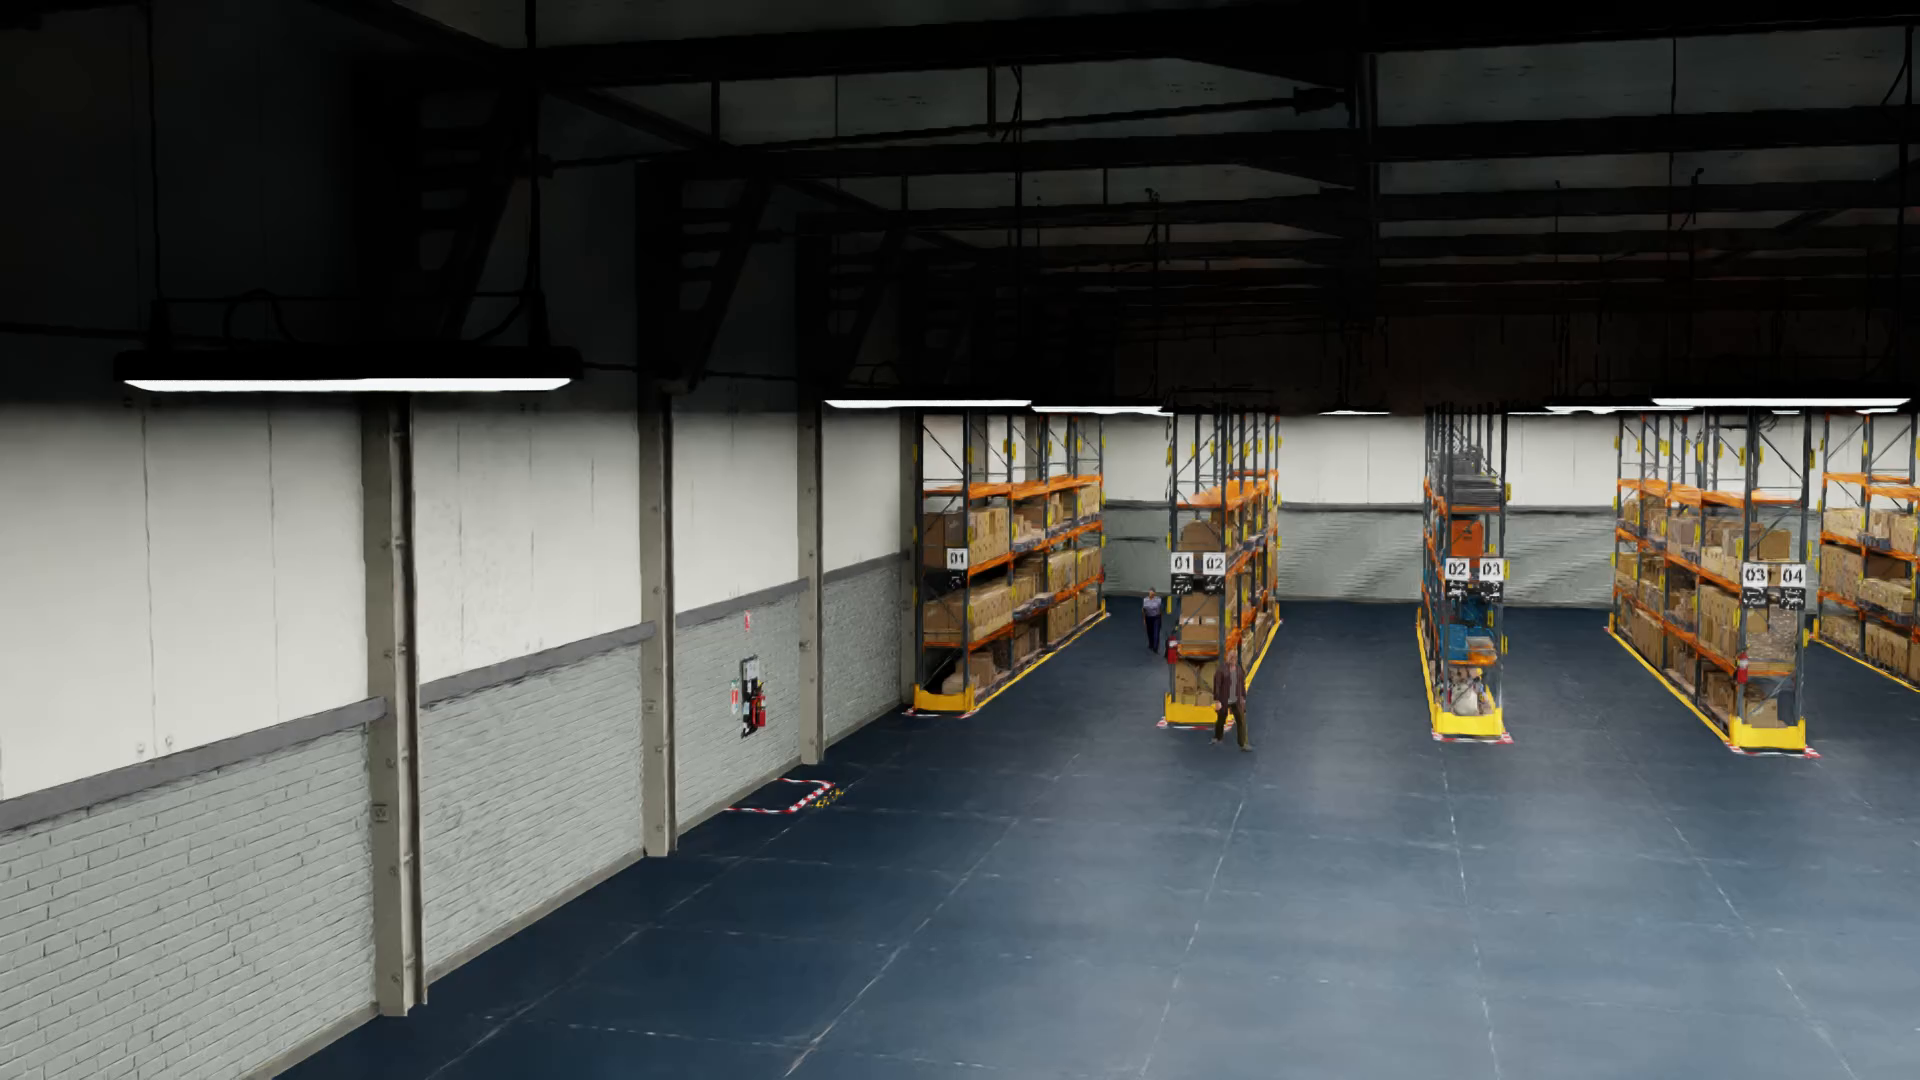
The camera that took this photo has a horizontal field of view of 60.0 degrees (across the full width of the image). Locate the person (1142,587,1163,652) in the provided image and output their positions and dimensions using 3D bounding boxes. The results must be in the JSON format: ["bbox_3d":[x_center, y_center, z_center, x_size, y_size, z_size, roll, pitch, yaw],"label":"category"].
[{"bbox_3d":[4.690,1.927,40.646,0.479,1.564,1.090,1,4,16],"label":"person"}]

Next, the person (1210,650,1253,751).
[{"bbox_3d":[4.664,2.747,28.620,0.631,1.736,1.027,-1,4,-9],"label":"person"}]
